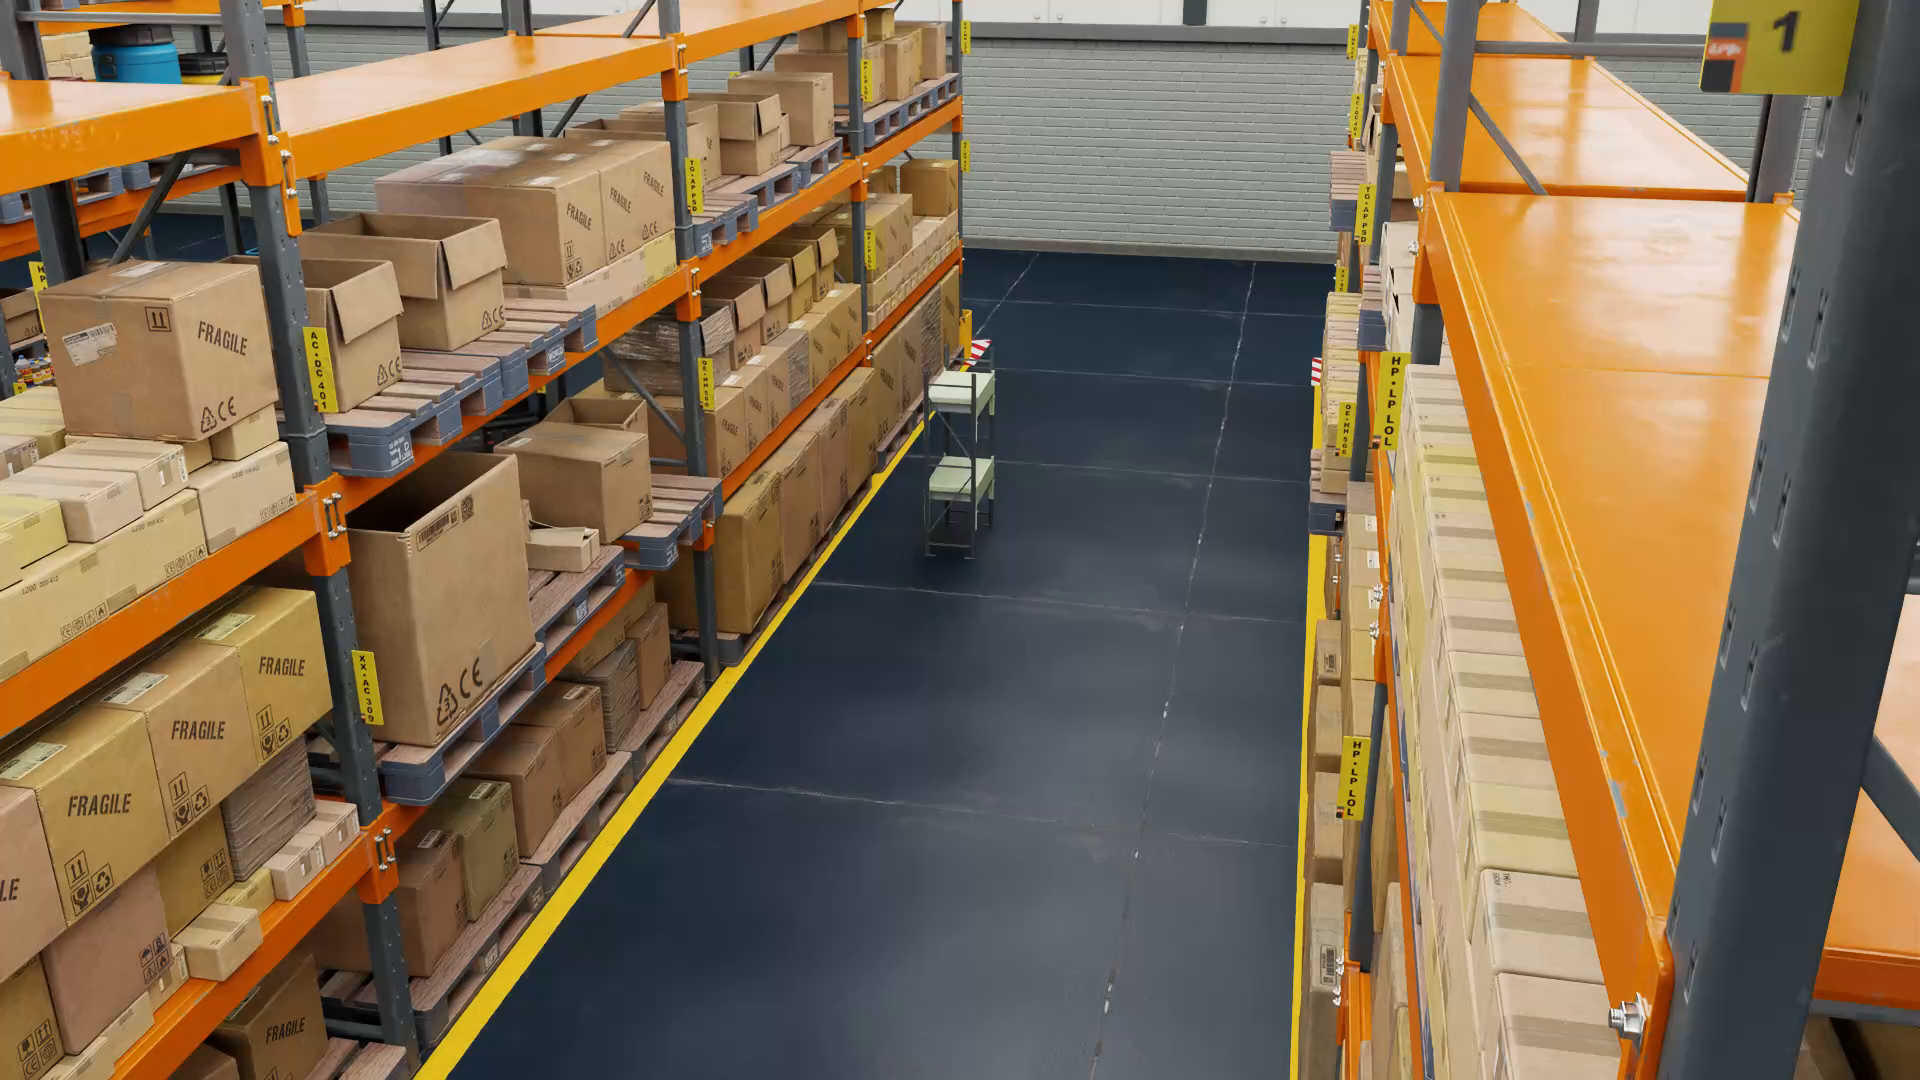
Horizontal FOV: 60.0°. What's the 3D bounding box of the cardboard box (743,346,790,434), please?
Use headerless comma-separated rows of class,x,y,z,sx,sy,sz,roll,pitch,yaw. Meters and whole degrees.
cardboard box,-1.536,-1.083,11.895,0.500,0.500,0.500,4,22,10

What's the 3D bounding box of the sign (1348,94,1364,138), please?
sign,3.012,-3.221,12.630,0.100,0.325,0.005,4,22,11

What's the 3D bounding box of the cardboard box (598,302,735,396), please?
cardboard box,-1.941,-1.282,11.044,0.797,0.503,0.637,5,23,13

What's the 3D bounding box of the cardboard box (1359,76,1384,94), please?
cardboard box,3.394,-3.615,13.298,0.380,0.149,0.250,4,22,11

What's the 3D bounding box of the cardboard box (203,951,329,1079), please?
cardboard box,-3.043,2.067,6.990,0.500,0.500,0.500,4,22,9

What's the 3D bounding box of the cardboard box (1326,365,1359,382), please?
cardboard box,2.593,-1.030,10.874,0.380,0.149,0.250,4,22,11

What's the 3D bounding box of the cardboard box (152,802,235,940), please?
cardboard box,-3.211,1.115,6.038,0.875,0.500,0.500,4,22,11

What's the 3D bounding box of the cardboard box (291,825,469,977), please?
cardboard box,-2.776,1.692,7.895,0.700,0.500,0.500,3,22,7

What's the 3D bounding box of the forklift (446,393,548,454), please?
forklift,-3.142,-0.553,10.804,1.130,2.935,3.031,-10,24,-23

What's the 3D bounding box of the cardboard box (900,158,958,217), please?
cardboard box,-0.316,-3.647,17.194,0.500,0.500,0.500,5,22,12

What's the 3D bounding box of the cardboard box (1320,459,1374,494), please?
cardboard box,2.380,-0.382,10.062,0.380,0.149,0.250,5,22,12

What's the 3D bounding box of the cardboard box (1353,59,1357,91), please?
cardboard box,4.015,-4.424,15.839,0.500,0.250,0.500,5,22,12

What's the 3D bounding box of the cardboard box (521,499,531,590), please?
cardboard box,-2.659,0.075,8.451,0.797,0.503,0.637,7,23,16

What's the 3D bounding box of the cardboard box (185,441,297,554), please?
cardboard box,-2.760,-0.176,5.961,0.500,0.250,0.500,5,23,13

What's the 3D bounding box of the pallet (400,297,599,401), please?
pallet,-2.483,-0.942,7.914,1.213,0.211,1.003,4,22,11

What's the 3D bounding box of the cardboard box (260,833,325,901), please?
cardboard box,-2.739,1.267,6.528,0.380,0.149,0.250,4,22,11

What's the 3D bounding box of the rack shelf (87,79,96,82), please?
rack shelf,-10.579,-4.512,17.490,1.077,0.370,4.000,4,22,11

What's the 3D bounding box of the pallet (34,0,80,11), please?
pallet,-6.777,-3.652,11.165,1.213,0.211,1.003,4,22,11

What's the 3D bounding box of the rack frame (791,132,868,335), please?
rack frame,-1.290,-1.967,14.221,1.000,3.000,0.127,4,22,11

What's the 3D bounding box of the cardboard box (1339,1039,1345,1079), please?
cardboard box,1.716,2.390,5.687,0.875,0.875,0.875,5,22,12

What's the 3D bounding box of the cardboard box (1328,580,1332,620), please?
cardboard box,2.717,0.426,11.065,0.500,0.500,0.500,5,23,13

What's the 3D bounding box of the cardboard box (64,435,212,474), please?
cardboard box,-2.849,-0.316,5.775,0.380,0.149,0.250,5,22,12

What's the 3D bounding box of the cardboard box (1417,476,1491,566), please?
cardboard box,1.300,-0.031,3.974,0.380,0.149,0.250,5,22,11

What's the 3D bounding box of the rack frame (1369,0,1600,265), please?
rack frame,2.729,-2.871,8.438,1.000,3.000,0.127,4,22,11

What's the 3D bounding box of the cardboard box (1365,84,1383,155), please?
cardboard box,3.360,-3.054,12.210,0.700,0.500,0.500,4,22,11

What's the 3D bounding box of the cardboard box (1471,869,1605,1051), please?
cardboard box,0.938,0.617,2.364,0.380,0.149,0.250,5,22,12

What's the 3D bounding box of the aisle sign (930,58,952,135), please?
aisle sign,-0.165,-4.639,17.377,0.394,0.787,0.004,4,22,11

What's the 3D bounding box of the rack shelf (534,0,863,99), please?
rack shelf,-1.698,-3.499,11.494,1.077,0.370,4.000,4,22,11

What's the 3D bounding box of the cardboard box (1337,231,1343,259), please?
cardboard box,3.999,-3.056,16.393,0.500,0.500,0.500,6,23,13

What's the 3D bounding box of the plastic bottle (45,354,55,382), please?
plastic bottle,-7.062,-1.344,12.941,0.097,0.201,0.097,0,22,0

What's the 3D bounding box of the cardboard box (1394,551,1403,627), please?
cardboard box,1.403,0.151,4.587,0.380,0.149,0.250,4,22,11

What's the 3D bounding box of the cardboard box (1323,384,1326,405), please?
cardboard box,2.645,-0.992,11.178,0.380,0.149,0.250,5,22,12

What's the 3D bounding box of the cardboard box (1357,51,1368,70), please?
cardboard box,3.826,-4.378,15.191,0.380,0.149,0.250,5,22,12

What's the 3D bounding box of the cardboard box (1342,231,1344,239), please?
cardboard box,3.685,-2.958,14.814,0.500,0.500,0.500,4,22,9

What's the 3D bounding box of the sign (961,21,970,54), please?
sign,0.055,-5.148,17.027,0.100,0.325,0.005,4,22,11

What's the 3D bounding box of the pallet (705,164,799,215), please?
pallet,-1.801,-2.456,11.675,1.003,0.211,1.213,6,23,13

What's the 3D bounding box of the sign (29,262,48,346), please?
sign,-3.466,-0.896,6.328,0.100,0.325,0.005,4,22,11

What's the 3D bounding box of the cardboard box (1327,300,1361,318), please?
cardboard box,2.964,-1.694,12.523,0.380,0.149,0.250,5,22,12

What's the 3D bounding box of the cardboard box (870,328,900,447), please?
cardboard box,-1.077,-1.411,15.124,0.875,0.875,0.875,4,22,11

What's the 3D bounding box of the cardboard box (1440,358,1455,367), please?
cardboard box,1.900,-0.459,5.968,0.500,0.250,0.500,5,22,11

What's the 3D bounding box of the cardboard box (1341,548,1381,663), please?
cardboard box,2.169,0.379,8.263,0.500,0.500,0.500,4,22,11

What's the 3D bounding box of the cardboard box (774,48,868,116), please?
cardboard box,-1.189,-3.936,14.267,0.700,0.500,0.500,3,22,8

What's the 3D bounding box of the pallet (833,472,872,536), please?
pallet,-1.373,-0.385,14.027,1.003,0.211,1.213,4,22,11

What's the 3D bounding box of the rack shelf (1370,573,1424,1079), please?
rack shelf,1.505,1.048,3.684,1.077,0.370,4.000,4,22,11

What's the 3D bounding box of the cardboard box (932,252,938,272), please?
cardboard box,-0.431,-2.784,16.587,0.380,0.149,0.250,4,22,10

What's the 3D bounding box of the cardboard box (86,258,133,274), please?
cardboard box,-10.040,-3.013,19.577,0.500,0.500,0.500,4,22,11

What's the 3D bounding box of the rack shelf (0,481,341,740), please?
rack shelf,-3.330,0.633,4.715,1.077,0.370,4.000,4,22,11

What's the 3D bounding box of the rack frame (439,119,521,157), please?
rack frame,-5.322,-3.807,18.791,1.000,3.000,0.127,4,22,11

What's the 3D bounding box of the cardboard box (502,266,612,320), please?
cardboard box,-2.156,-1.267,8.670,0.500,0.250,0.500,5,22,12

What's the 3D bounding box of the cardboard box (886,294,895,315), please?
cardboard box,-0.797,-2.125,14.952,0.380,0.149,0.250,5,23,13

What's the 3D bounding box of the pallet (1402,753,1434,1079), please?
pallet,1.485,0.767,3.537,1.003,0.211,1.213,4,22,11

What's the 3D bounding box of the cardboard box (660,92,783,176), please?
cardboard box,-1.710,-2.887,11.790,0.797,0.503,0.637,4,22,10

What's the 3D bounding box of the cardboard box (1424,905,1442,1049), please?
cardboard box,1.040,0.801,2.974,0.380,0.149,0.250,4,22,10

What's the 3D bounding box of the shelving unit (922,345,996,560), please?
shelving unit,-0.001,-0.693,13.067,0.431,1.500,0.755,4,22,11

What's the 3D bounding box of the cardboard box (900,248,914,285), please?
cardboard box,-0.731,-2.558,15.493,0.500,0.250,0.500,5,22,12

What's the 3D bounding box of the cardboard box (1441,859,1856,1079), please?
cardboard box,1.026,0.753,2.560,0.500,0.250,0.500,5,22,11

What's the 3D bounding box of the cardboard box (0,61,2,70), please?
cardboard box,-10.329,-4.984,17.229,0.500,0.250,0.500,4,22,11

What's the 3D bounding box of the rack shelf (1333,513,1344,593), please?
rack shelf,3.137,-0.486,11.509,1.077,0.370,4.000,4,22,11
